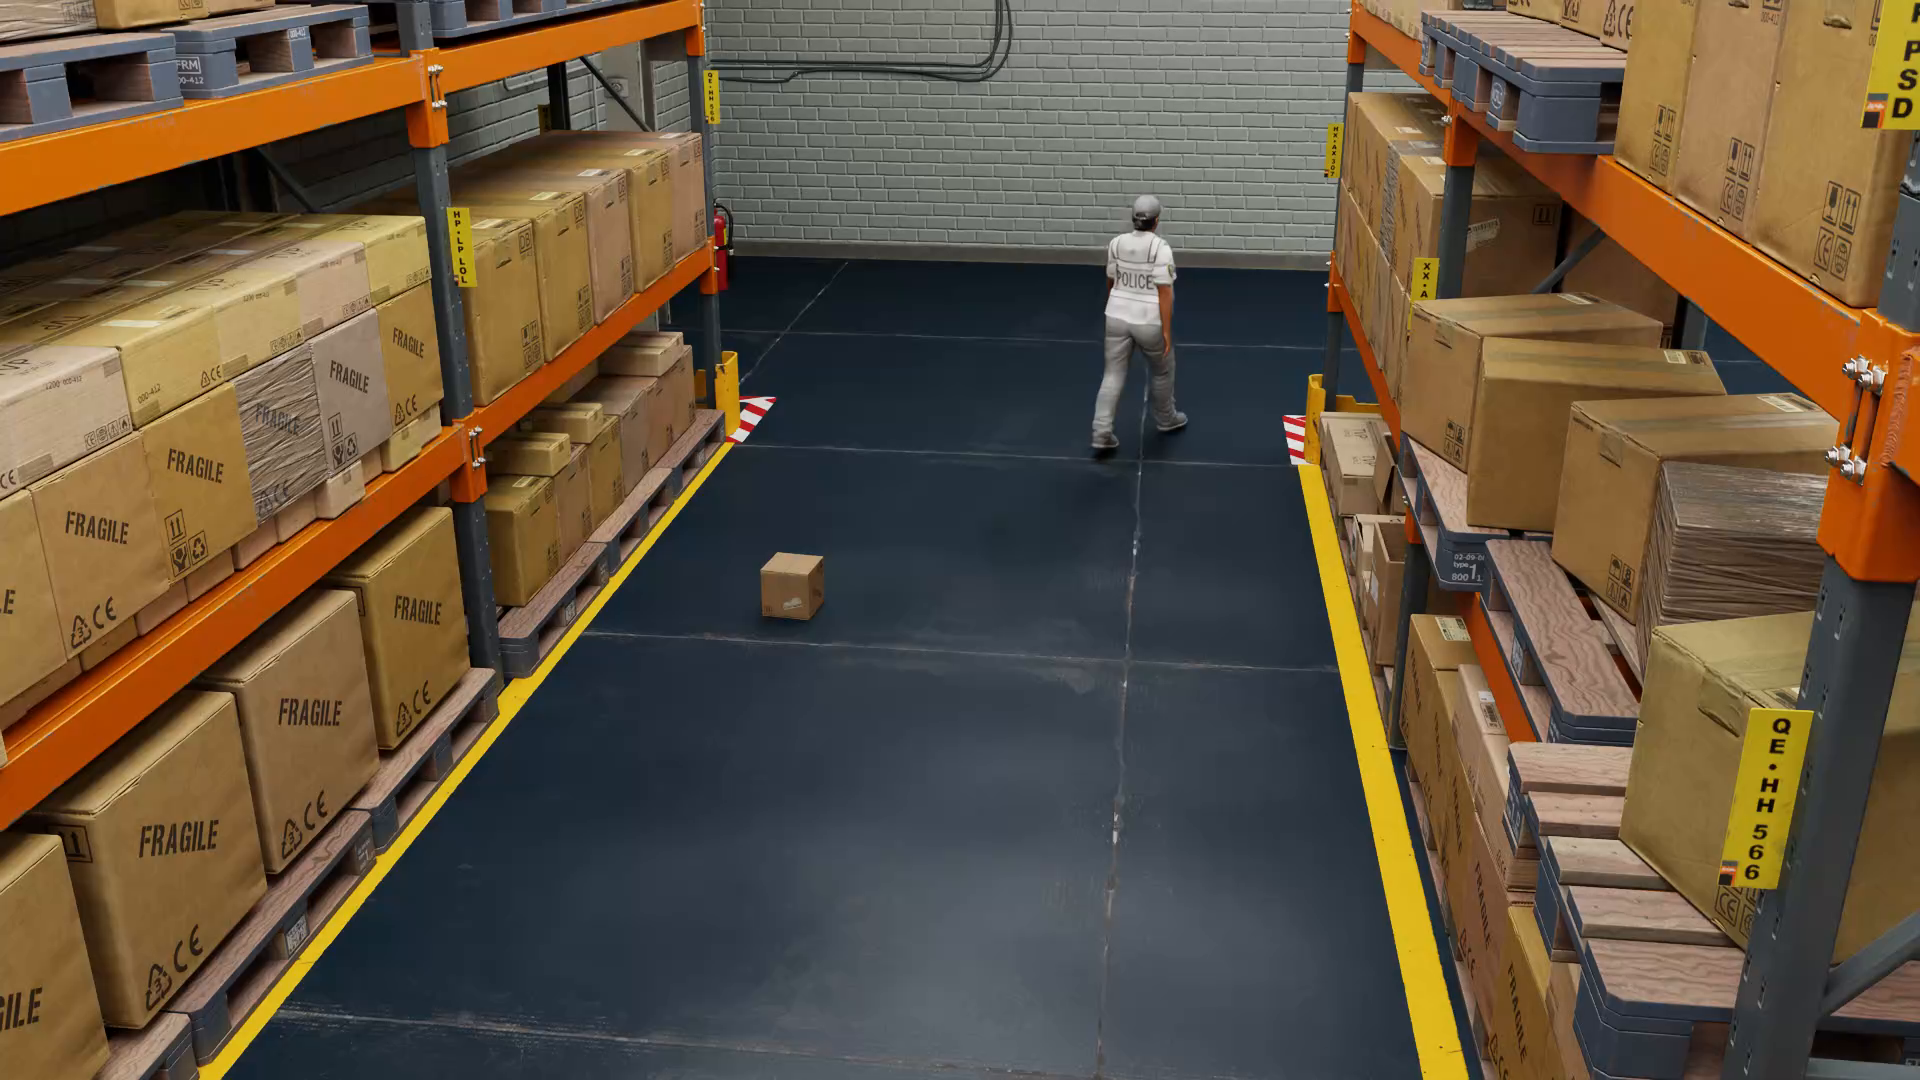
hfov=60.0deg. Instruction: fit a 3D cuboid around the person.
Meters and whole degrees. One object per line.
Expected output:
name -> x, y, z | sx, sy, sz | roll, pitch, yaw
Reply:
person -> 1.178, -1.424, 10.725 | 0.526, 1.602, 1.012 | 11, 24, 26
